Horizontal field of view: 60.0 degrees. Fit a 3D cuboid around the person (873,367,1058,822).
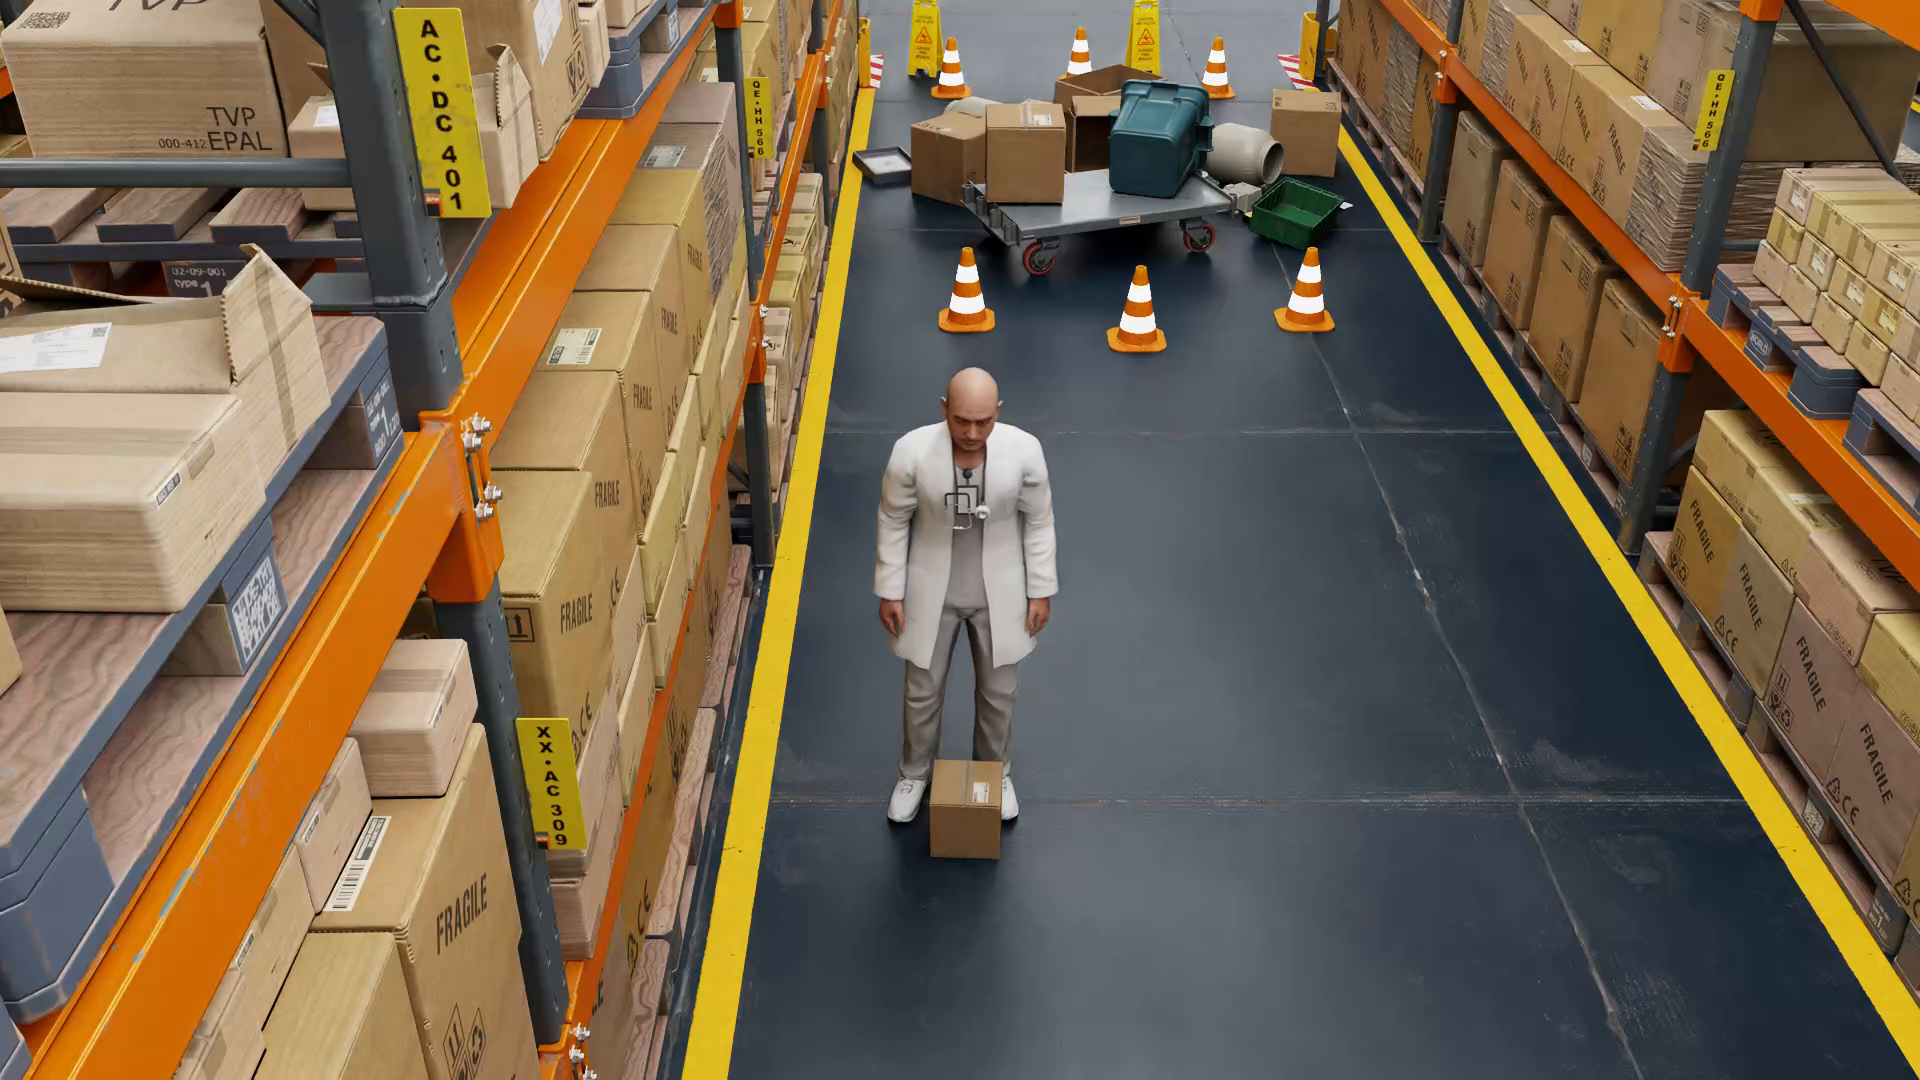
[{"bbox_3d":[0.019,0.192,5.831,0.648,1.774,0.418,-1,31,-1],"label":"person"}]
